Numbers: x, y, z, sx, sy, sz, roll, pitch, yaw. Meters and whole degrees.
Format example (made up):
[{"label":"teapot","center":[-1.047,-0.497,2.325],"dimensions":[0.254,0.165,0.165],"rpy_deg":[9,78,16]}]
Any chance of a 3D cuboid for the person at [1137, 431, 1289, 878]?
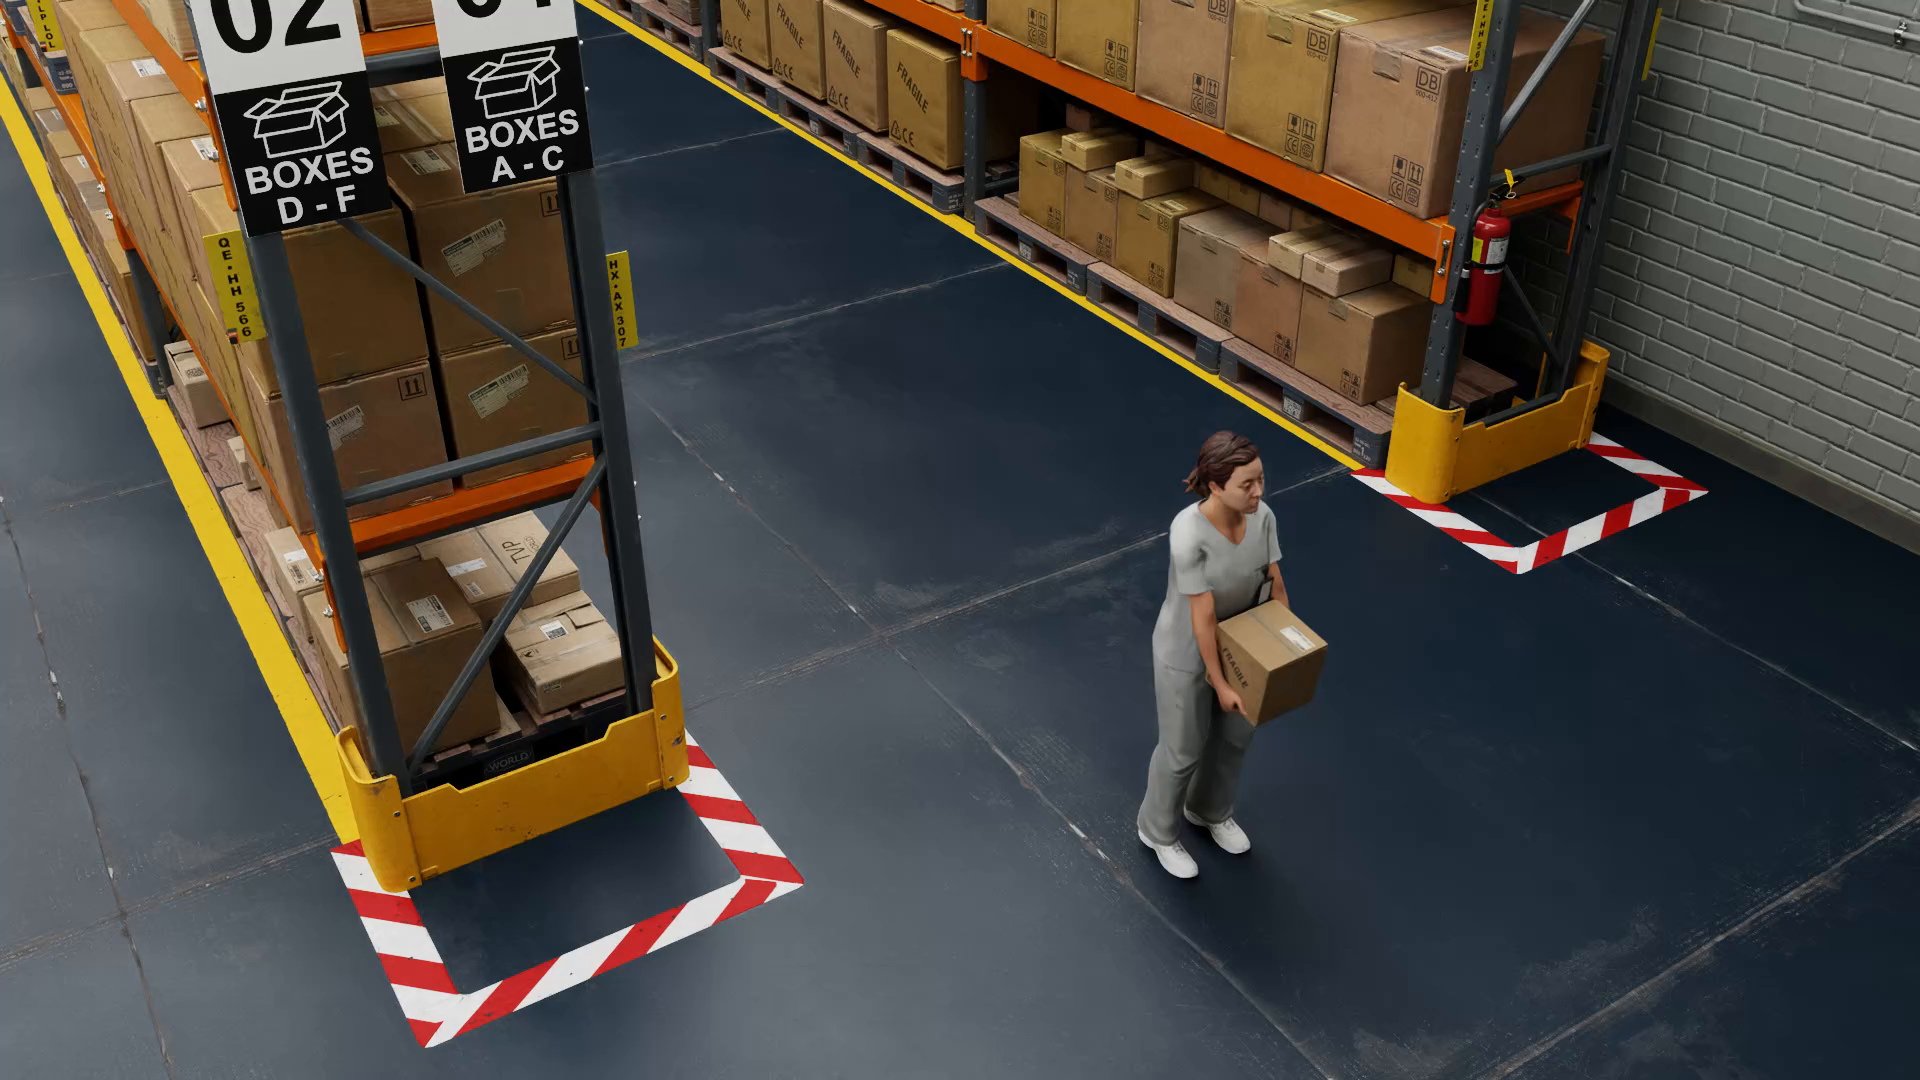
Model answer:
[{"label":"person","center":[0.882,0.463,5.528],"dimensions":[0.411,1.564,0.500],"rpy_deg":[-20,38,-28]}]
